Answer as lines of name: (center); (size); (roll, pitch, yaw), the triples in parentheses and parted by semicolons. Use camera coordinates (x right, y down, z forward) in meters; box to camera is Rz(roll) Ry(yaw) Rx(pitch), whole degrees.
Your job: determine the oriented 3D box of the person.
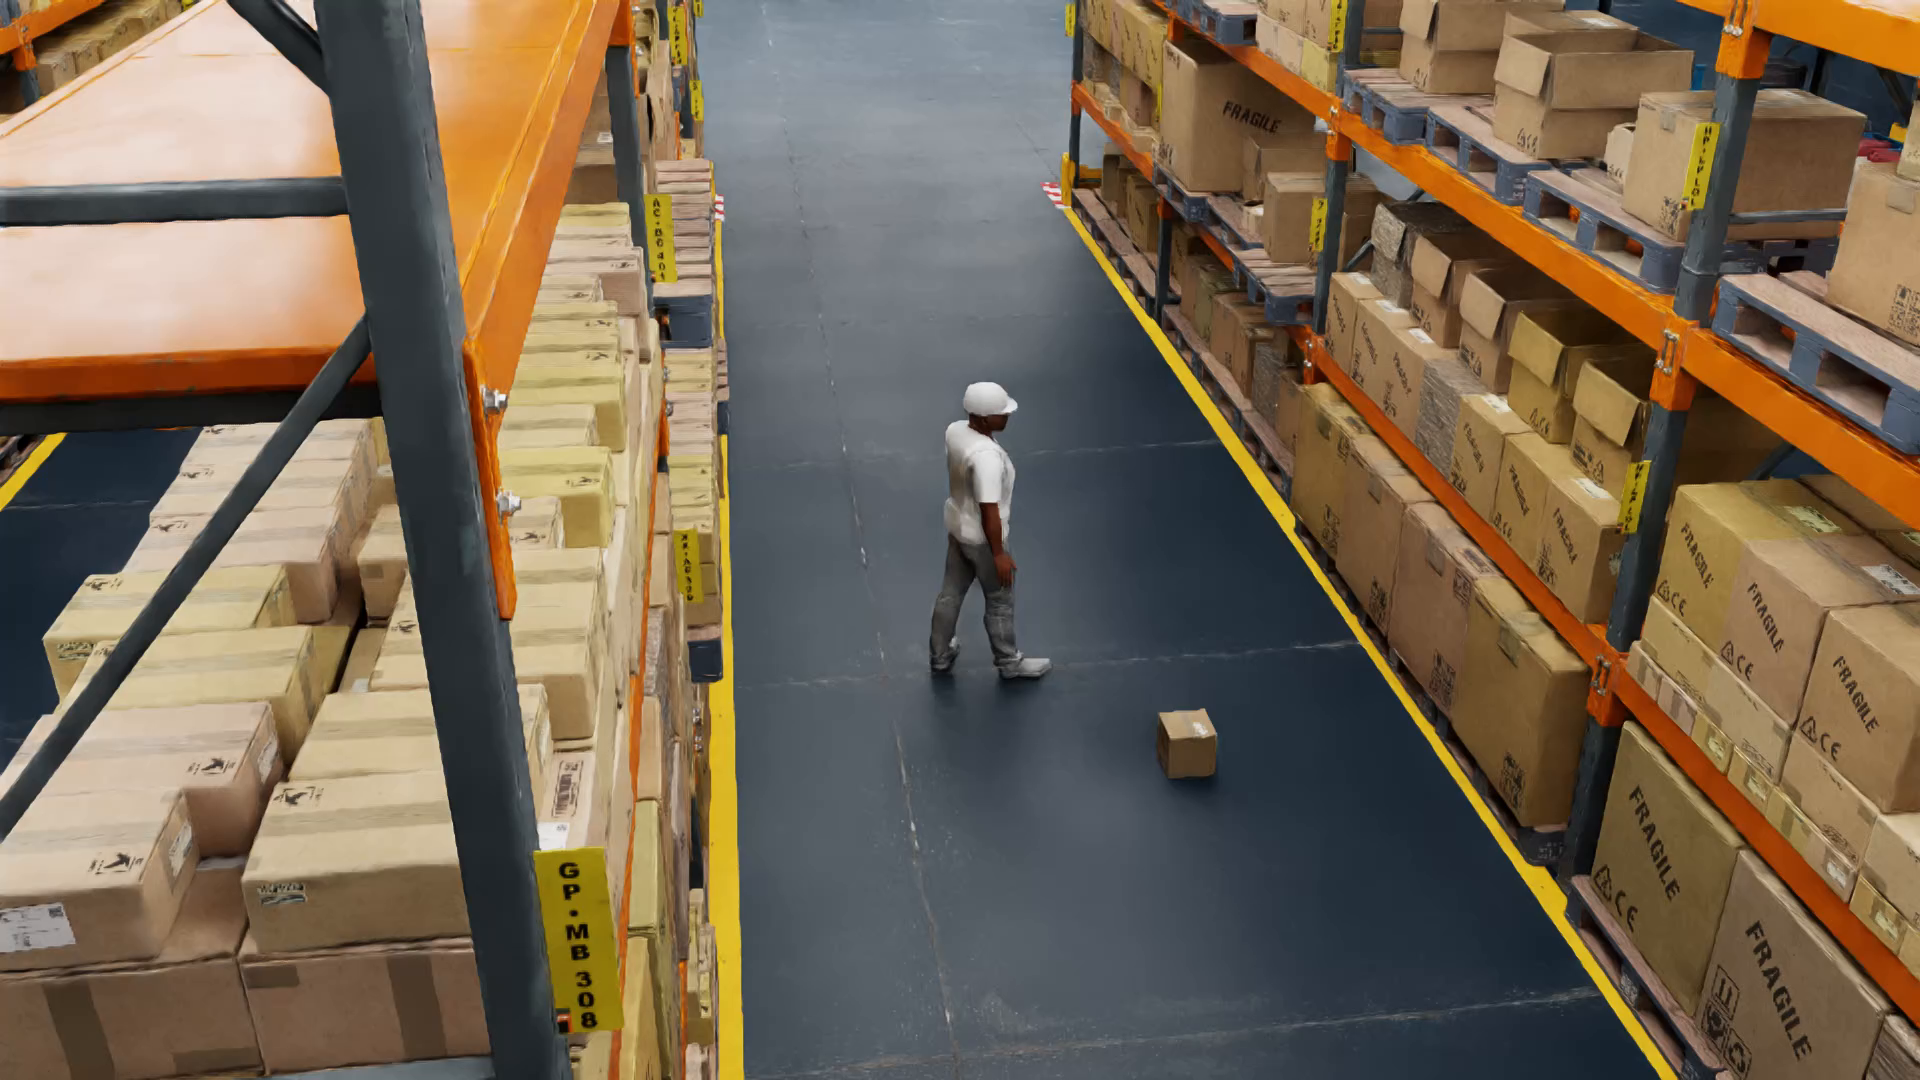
person: (0.168, -0.042, 9.141); (0.633, 1.766, 0.709); (-11, 29, -21)
